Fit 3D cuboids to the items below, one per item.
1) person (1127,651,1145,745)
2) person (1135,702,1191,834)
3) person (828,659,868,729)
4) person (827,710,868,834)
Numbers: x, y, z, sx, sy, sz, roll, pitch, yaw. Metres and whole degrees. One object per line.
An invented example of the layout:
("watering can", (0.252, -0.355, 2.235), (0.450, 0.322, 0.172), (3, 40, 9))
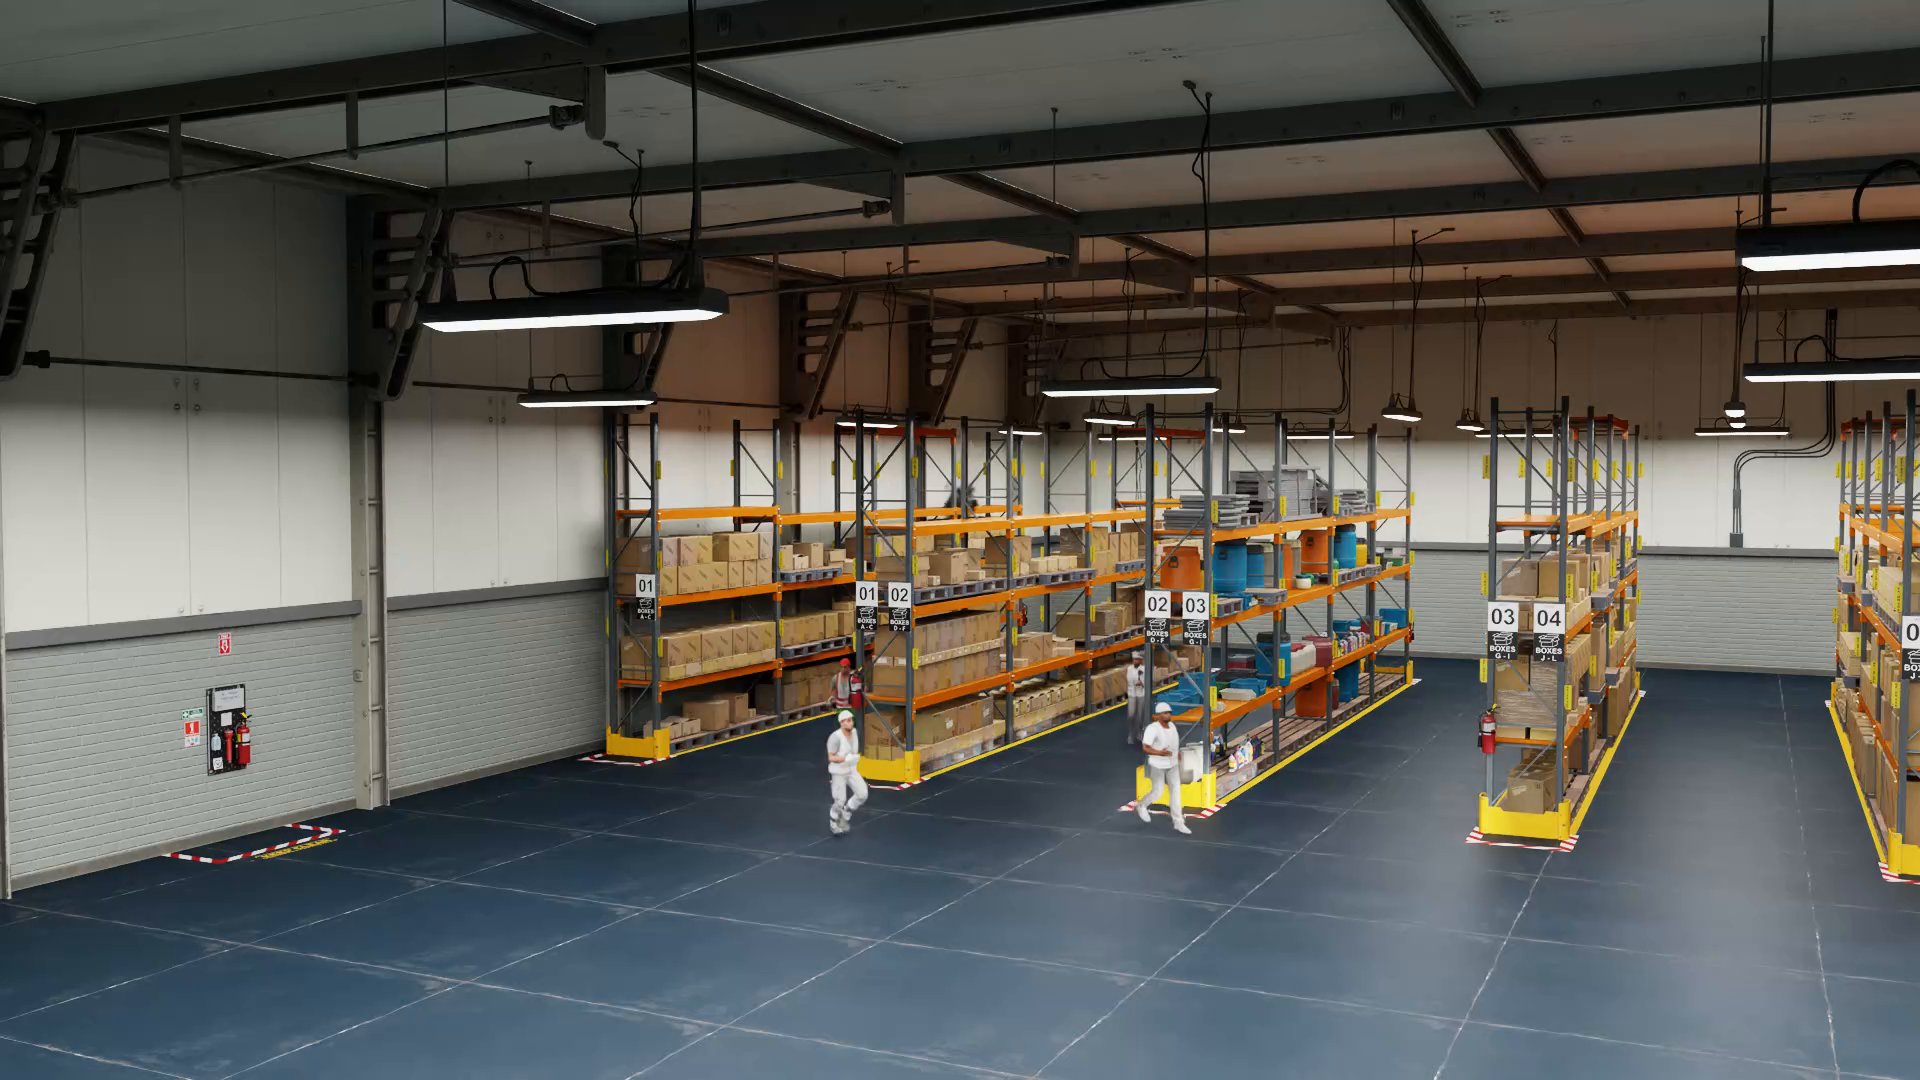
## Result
("person", (3.258, 2.896, 30.425), (0.546, 1.748, 0.721), (1, 3, 21))
("person", (2.812, 3.128, 23.030), (0.711, 1.762, 0.994), (-2, 3, -34))
("person", (-1.944, 2.920, 28.935), (0.681, 1.756, 0.969), (0, 2, 11))
("person", (-1.528, 3.160, 22.553), (0.703, 1.728, 0.763), (-2, 3, -45))
